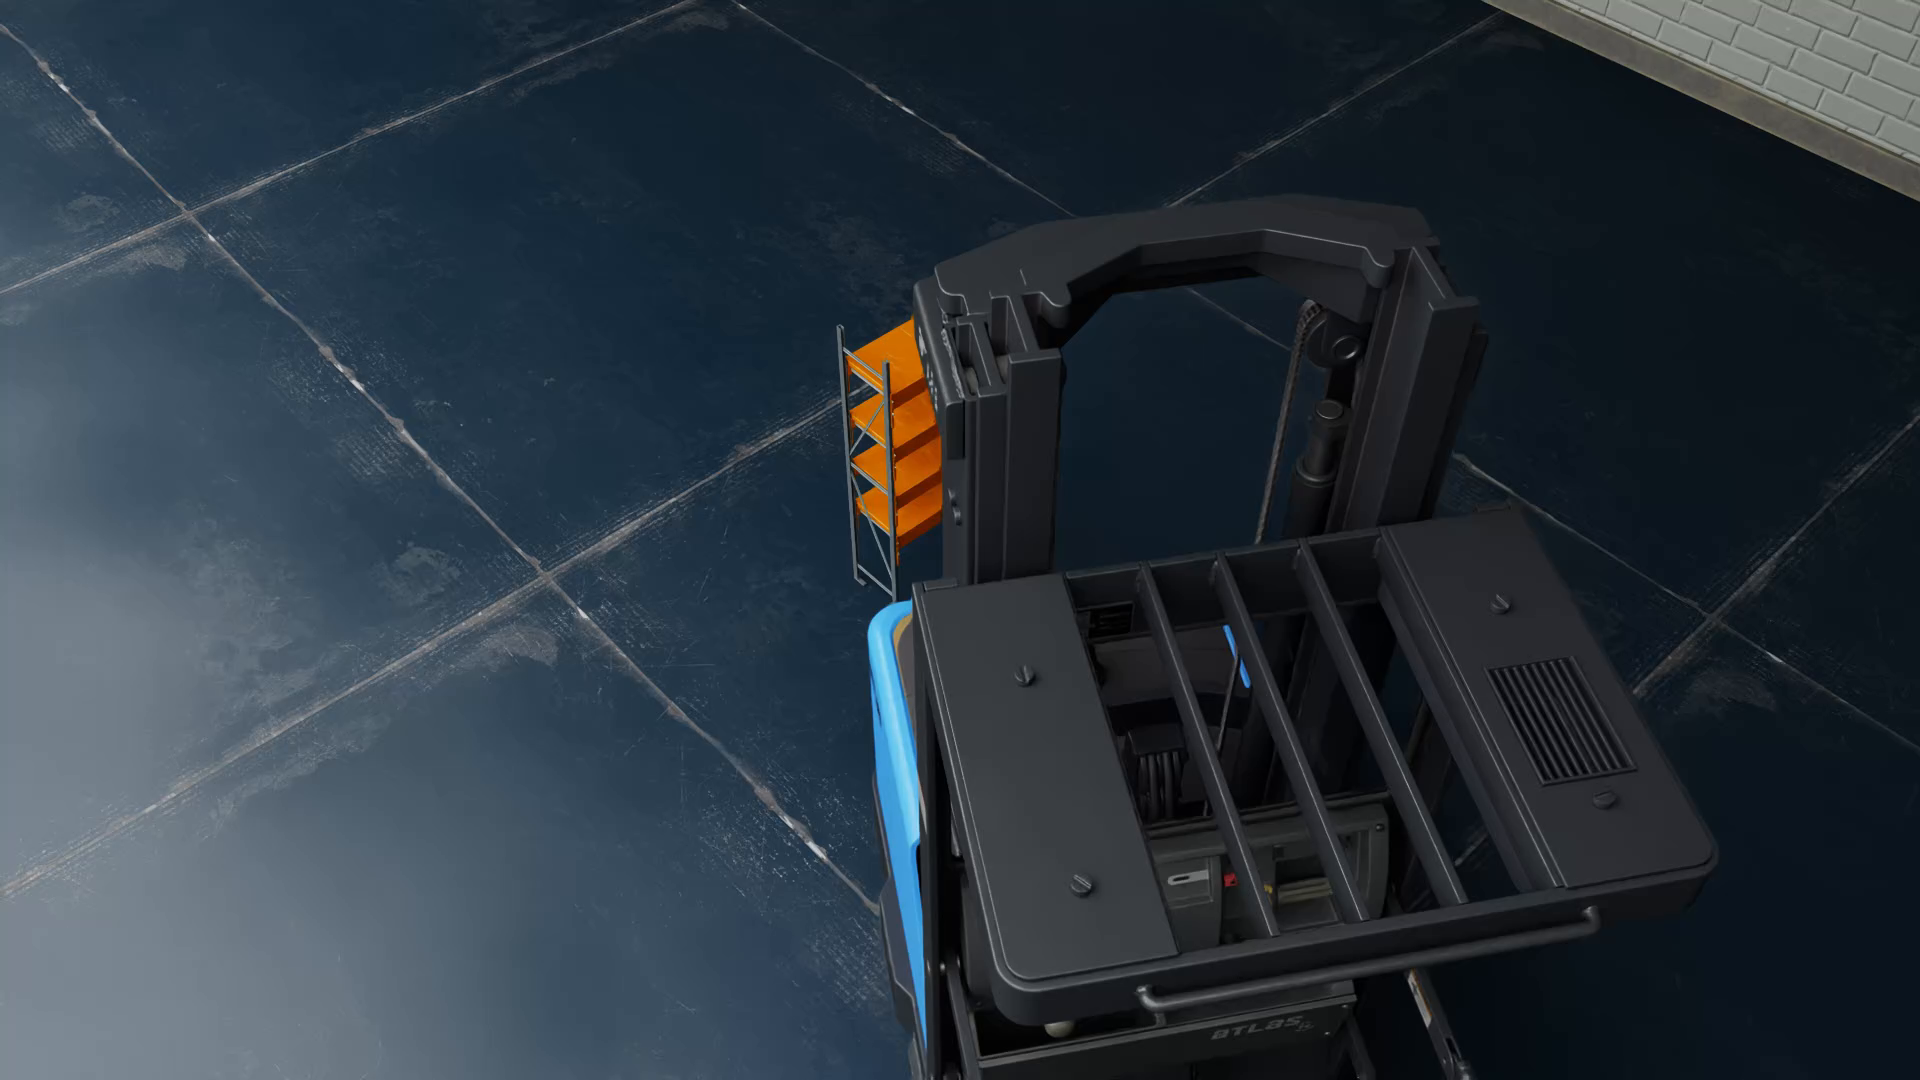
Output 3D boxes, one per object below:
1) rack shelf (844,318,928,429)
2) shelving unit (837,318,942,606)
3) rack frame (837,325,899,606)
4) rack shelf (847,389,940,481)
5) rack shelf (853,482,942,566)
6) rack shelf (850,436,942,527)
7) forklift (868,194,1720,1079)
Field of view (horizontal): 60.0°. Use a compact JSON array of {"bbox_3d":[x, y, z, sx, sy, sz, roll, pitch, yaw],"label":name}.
[{"bbox_3d":[-0.122,-0.592,5.445,0.480,0.148,0.258,-34,56,-27],"label":"rack shelf"},{"bbox_3d":[-0.122,-0.325,5.734,0.503,1.200,0.258,-34,56,-27],"label":"shelving unit"},{"bbox_3d":[-0.303,-0.204,5.622,0.015,1.200,0.240,-34,56,-27],"label":"rack frame"},{"bbox_3d":[-0.122,-0.431,5.619,0.480,0.148,0.258,-34,56,-27],"label":"rack shelf"},{"bbox_3d":[-0.122,-0.145,5.929,0.480,0.148,0.258,-34,56,-27],"label":"rack shelf"},{"bbox_3d":[-0.122,-0.279,5.783,0.480,0.148,0.258,-34,56,-27],"label":"rack shelf"},{"bbox_3d":[0.507,0.916,3.411,1.130,2.935,3.031,-8,48,-7],"label":"forklift"}]
